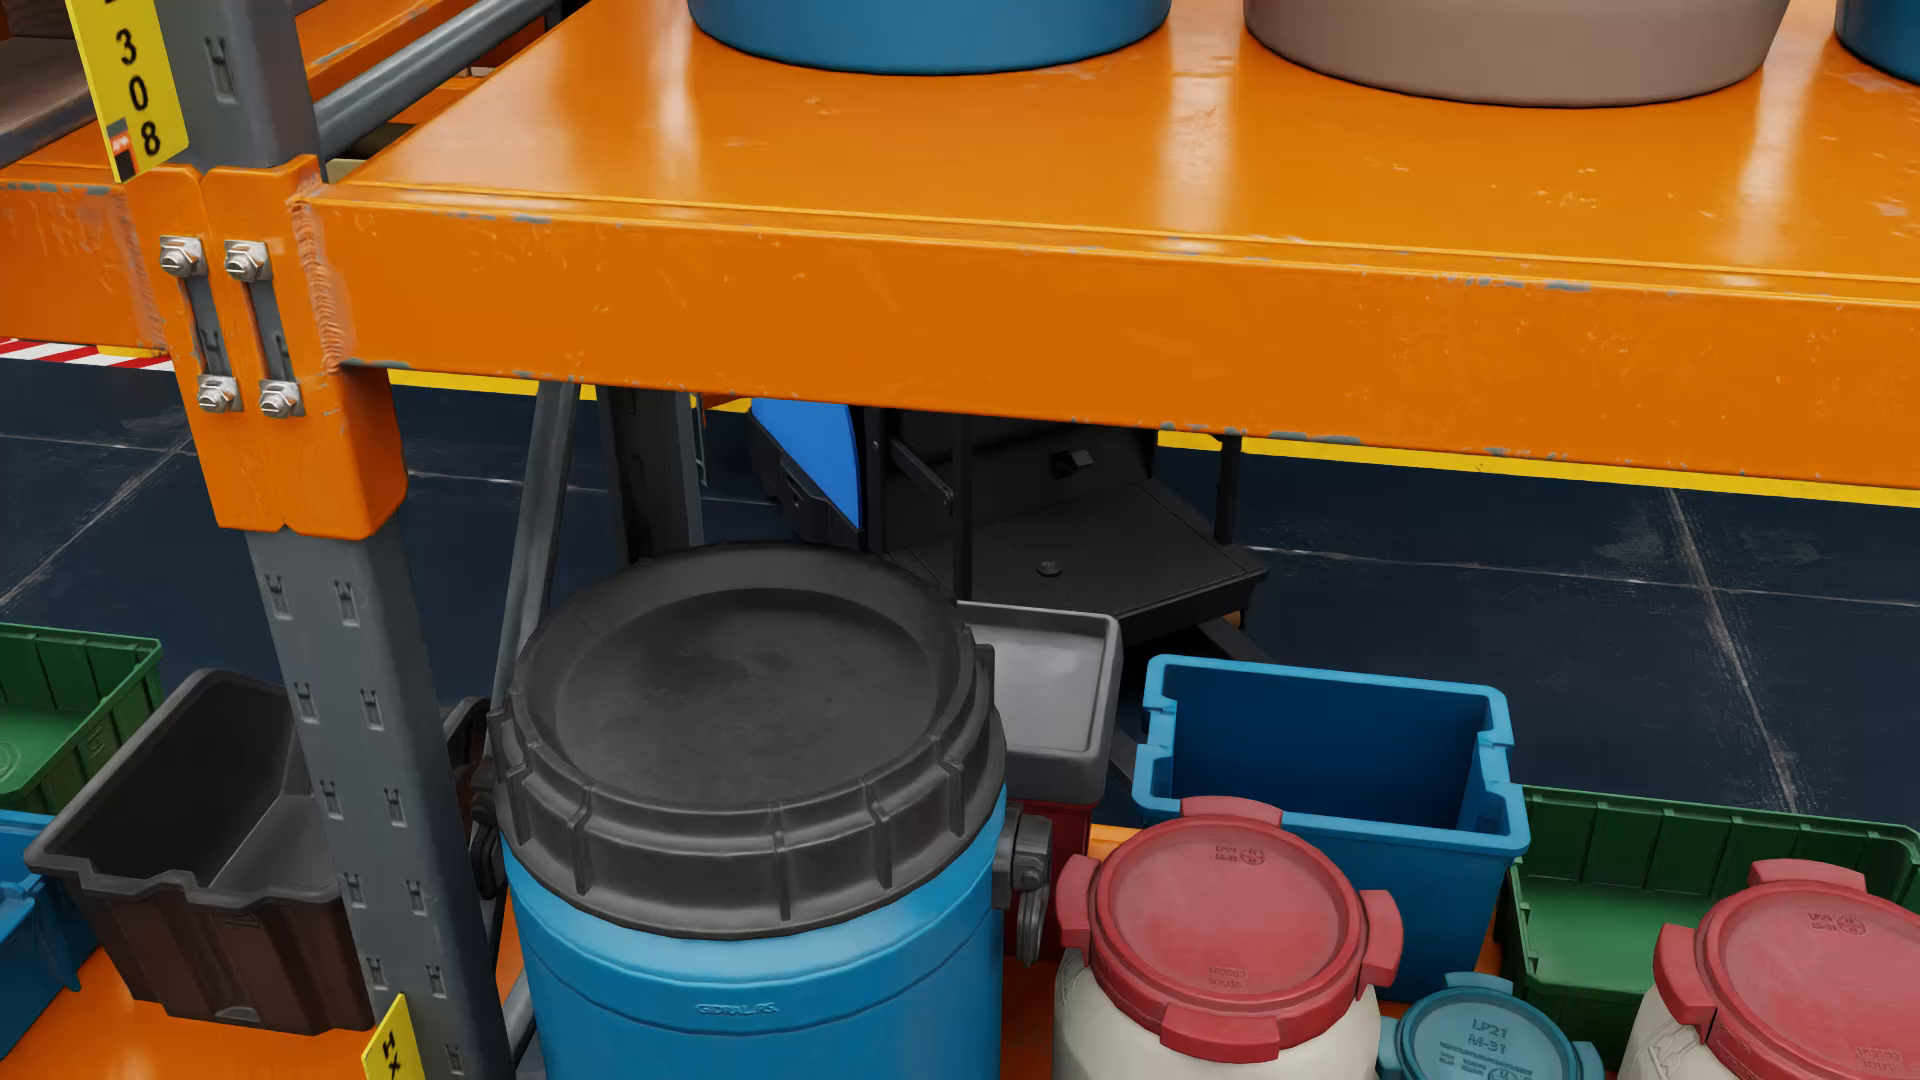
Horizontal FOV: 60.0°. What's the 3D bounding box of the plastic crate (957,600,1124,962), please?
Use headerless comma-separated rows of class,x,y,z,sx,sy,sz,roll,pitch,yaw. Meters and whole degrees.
plastic crate,-0.045,0.392,2.737,0.583,0.464,0.402,5,32,8

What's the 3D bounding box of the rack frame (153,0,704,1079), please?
rack frame,-0.574,0.537,2.564,0.053,2.616,0.949,5,32,8

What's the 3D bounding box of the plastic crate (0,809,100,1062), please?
plastic crate,-1.710,0.642,2.537,0.616,0.251,0.499,5,32,8

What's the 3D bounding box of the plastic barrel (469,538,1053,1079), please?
plastic barrel,-0.244,0.516,2.126,0.708,0.901,0.600,5,32,8

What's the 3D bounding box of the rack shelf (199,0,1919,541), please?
rack shelf,1.398,-0.252,1.677,4.000,0.370,1.077,5,32,8

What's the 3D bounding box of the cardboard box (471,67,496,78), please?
cardboard box,-1.695,-2.269,6.953,0.500,0.500,0.700,6,33,10

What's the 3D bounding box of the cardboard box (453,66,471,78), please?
cardboard box,-2.214,-2.314,7.025,0.500,0.500,0.700,5,32,9

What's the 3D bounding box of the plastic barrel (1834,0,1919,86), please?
plastic barrel,1.254,-0.900,1.560,0.708,0.901,0.600,5,32,8

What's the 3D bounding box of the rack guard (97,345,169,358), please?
rack guard,-3.703,-1.354,7.942,0.348,0.500,1.175,5,32,8

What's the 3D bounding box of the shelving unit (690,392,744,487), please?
shelving unit,-0.876,-0.851,6.477,0.503,1.200,0.258,-22,38,-31

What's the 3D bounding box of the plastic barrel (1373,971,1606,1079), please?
plastic barrel,0.705,0.793,2.287,0.301,0.262,0.301,0,32,0

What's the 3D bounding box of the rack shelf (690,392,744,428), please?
rack shelf,-0.874,-0.625,6.616,0.480,0.148,0.258,-22,38,-31

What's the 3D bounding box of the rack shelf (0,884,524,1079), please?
rack shelf,-2.545,0.662,3.043,4.000,0.370,1.077,5,32,8

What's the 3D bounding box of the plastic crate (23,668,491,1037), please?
plastic crate,-1.068,0.449,2.764,0.504,0.338,0.767,5,32,8

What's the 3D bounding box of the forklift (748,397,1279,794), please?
forklift,0.316,-0.931,4.974,1.130,2.935,3.031,-16,35,-24

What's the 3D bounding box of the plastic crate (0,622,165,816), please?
plastic crate,-1.864,0.357,3.053,0.662,0.188,0.450,5,32,8

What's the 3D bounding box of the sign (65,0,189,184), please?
sign,-0.677,-0.453,1.311,0.005,0.325,0.100,5,32,8

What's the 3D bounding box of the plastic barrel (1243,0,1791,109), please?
plastic barrel,0.609,-0.958,1.654,0.600,0.901,0.600,0,32,0

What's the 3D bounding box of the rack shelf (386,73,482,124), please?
rack shelf,-1.708,-1.928,7.181,4.000,0.370,1.077,5,32,8

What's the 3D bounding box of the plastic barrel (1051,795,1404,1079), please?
plastic barrel,0.333,0.678,2.211,0.433,0.535,0.433,0,32,0

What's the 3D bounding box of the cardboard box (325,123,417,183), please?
cardboard box,-2.695,-1.534,7.363,0.500,0.500,0.500,5,32,8

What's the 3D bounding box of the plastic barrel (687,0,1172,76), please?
plastic barrel,-0.036,-1.016,1.747,0.708,0.901,0.600,5,32,8

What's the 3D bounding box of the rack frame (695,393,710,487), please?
rack frame,-1.071,-0.774,6.352,0.015,1.200,0.240,-22,38,-31

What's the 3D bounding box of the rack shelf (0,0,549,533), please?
rack shelf,-2.545,-0.609,2.247,4.000,0.370,1.077,5,32,8

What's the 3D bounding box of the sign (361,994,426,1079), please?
sign,-0.677,0.705,2.036,0.005,0.325,0.100,5,32,8

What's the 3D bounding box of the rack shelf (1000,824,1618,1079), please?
rack shelf,1.398,1.019,2.473,4.000,0.370,1.077,5,32,8

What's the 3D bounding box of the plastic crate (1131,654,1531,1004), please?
plastic crate,0.566,0.478,2.674,0.575,0.384,0.392,5,32,8

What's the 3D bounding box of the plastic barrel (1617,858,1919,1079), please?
plastic barrel,1.056,0.744,2.107,0.433,0.535,0.433,0,32,0

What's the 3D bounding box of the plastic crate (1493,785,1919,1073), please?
plastic crate,1.191,0.633,2.611,0.662,0.188,0.450,5,32,8
